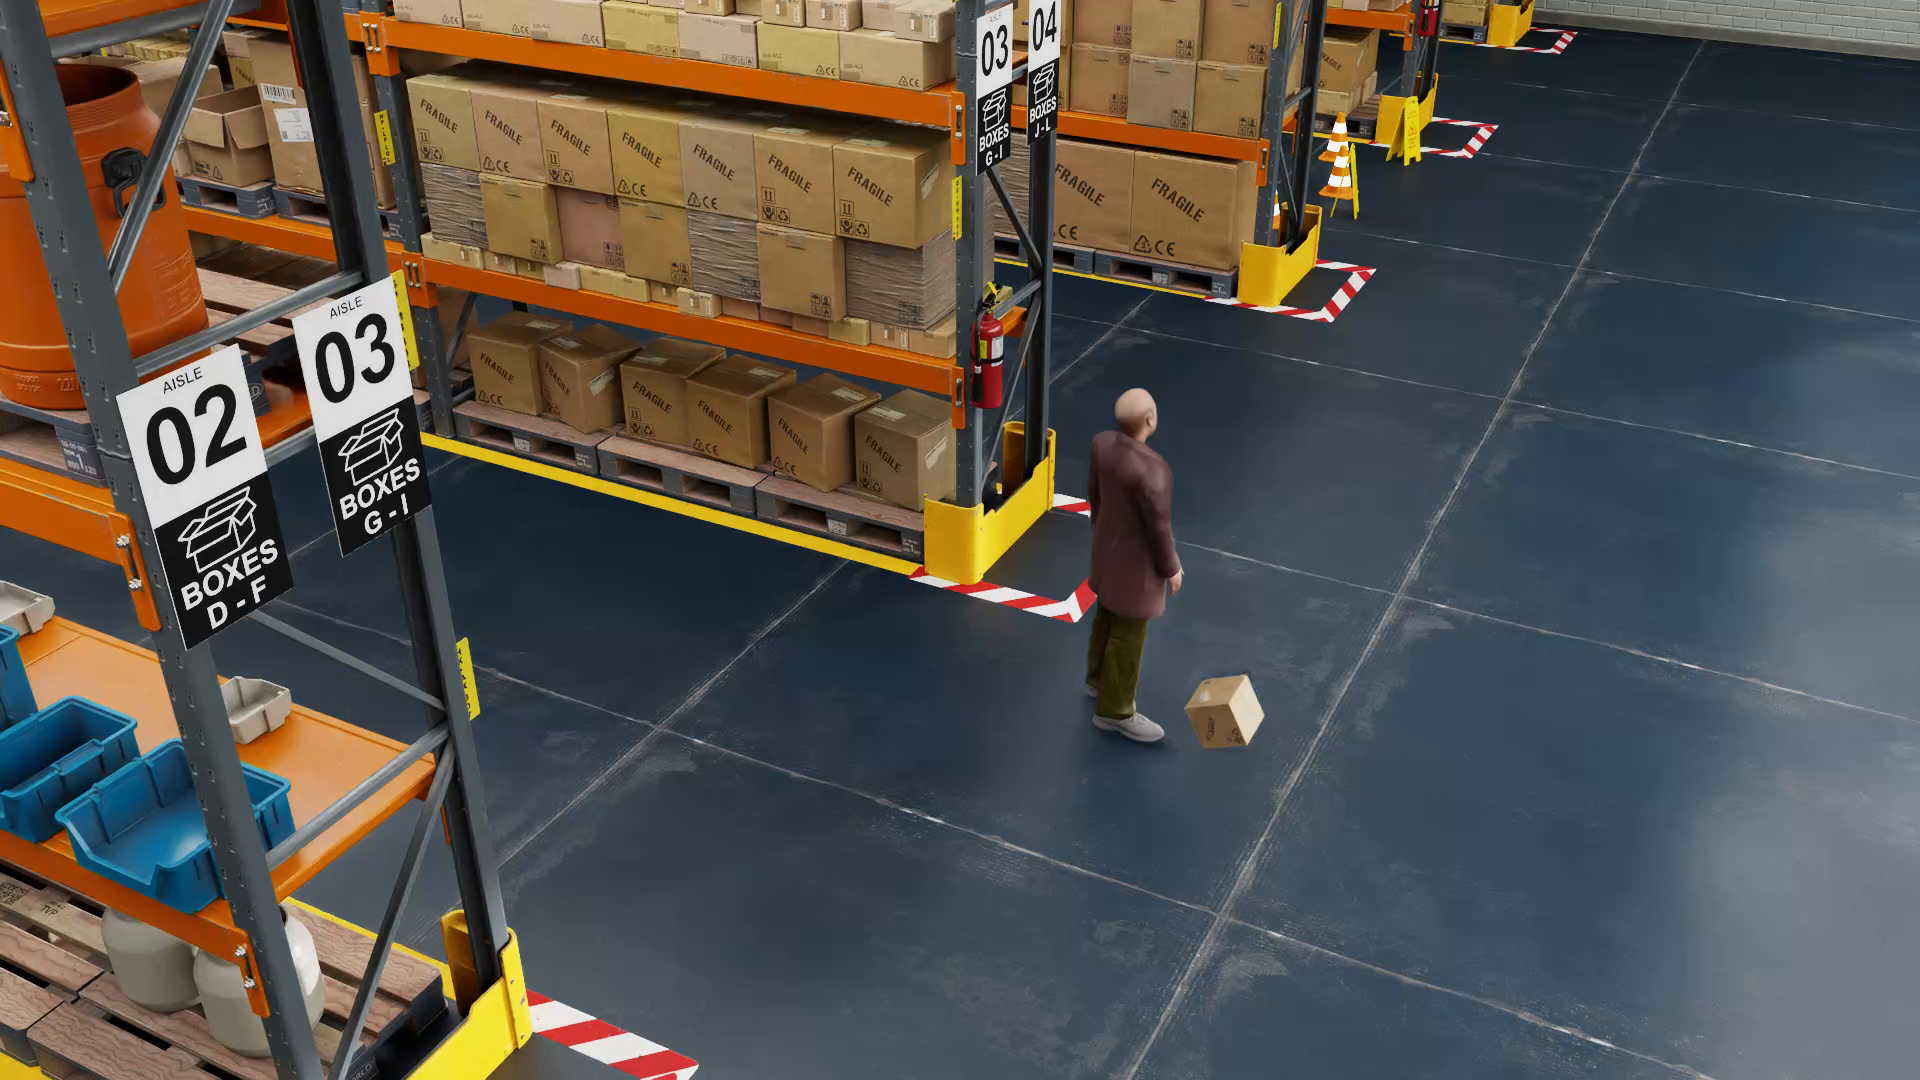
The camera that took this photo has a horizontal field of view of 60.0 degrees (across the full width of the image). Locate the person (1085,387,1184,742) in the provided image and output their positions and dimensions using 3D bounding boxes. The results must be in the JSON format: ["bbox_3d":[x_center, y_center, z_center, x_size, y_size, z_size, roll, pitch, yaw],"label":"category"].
[{"bbox_3d":[0.841,0.083,8.114,0.468,1.781,0.689,-15,33,-25],"label":"person"}]
